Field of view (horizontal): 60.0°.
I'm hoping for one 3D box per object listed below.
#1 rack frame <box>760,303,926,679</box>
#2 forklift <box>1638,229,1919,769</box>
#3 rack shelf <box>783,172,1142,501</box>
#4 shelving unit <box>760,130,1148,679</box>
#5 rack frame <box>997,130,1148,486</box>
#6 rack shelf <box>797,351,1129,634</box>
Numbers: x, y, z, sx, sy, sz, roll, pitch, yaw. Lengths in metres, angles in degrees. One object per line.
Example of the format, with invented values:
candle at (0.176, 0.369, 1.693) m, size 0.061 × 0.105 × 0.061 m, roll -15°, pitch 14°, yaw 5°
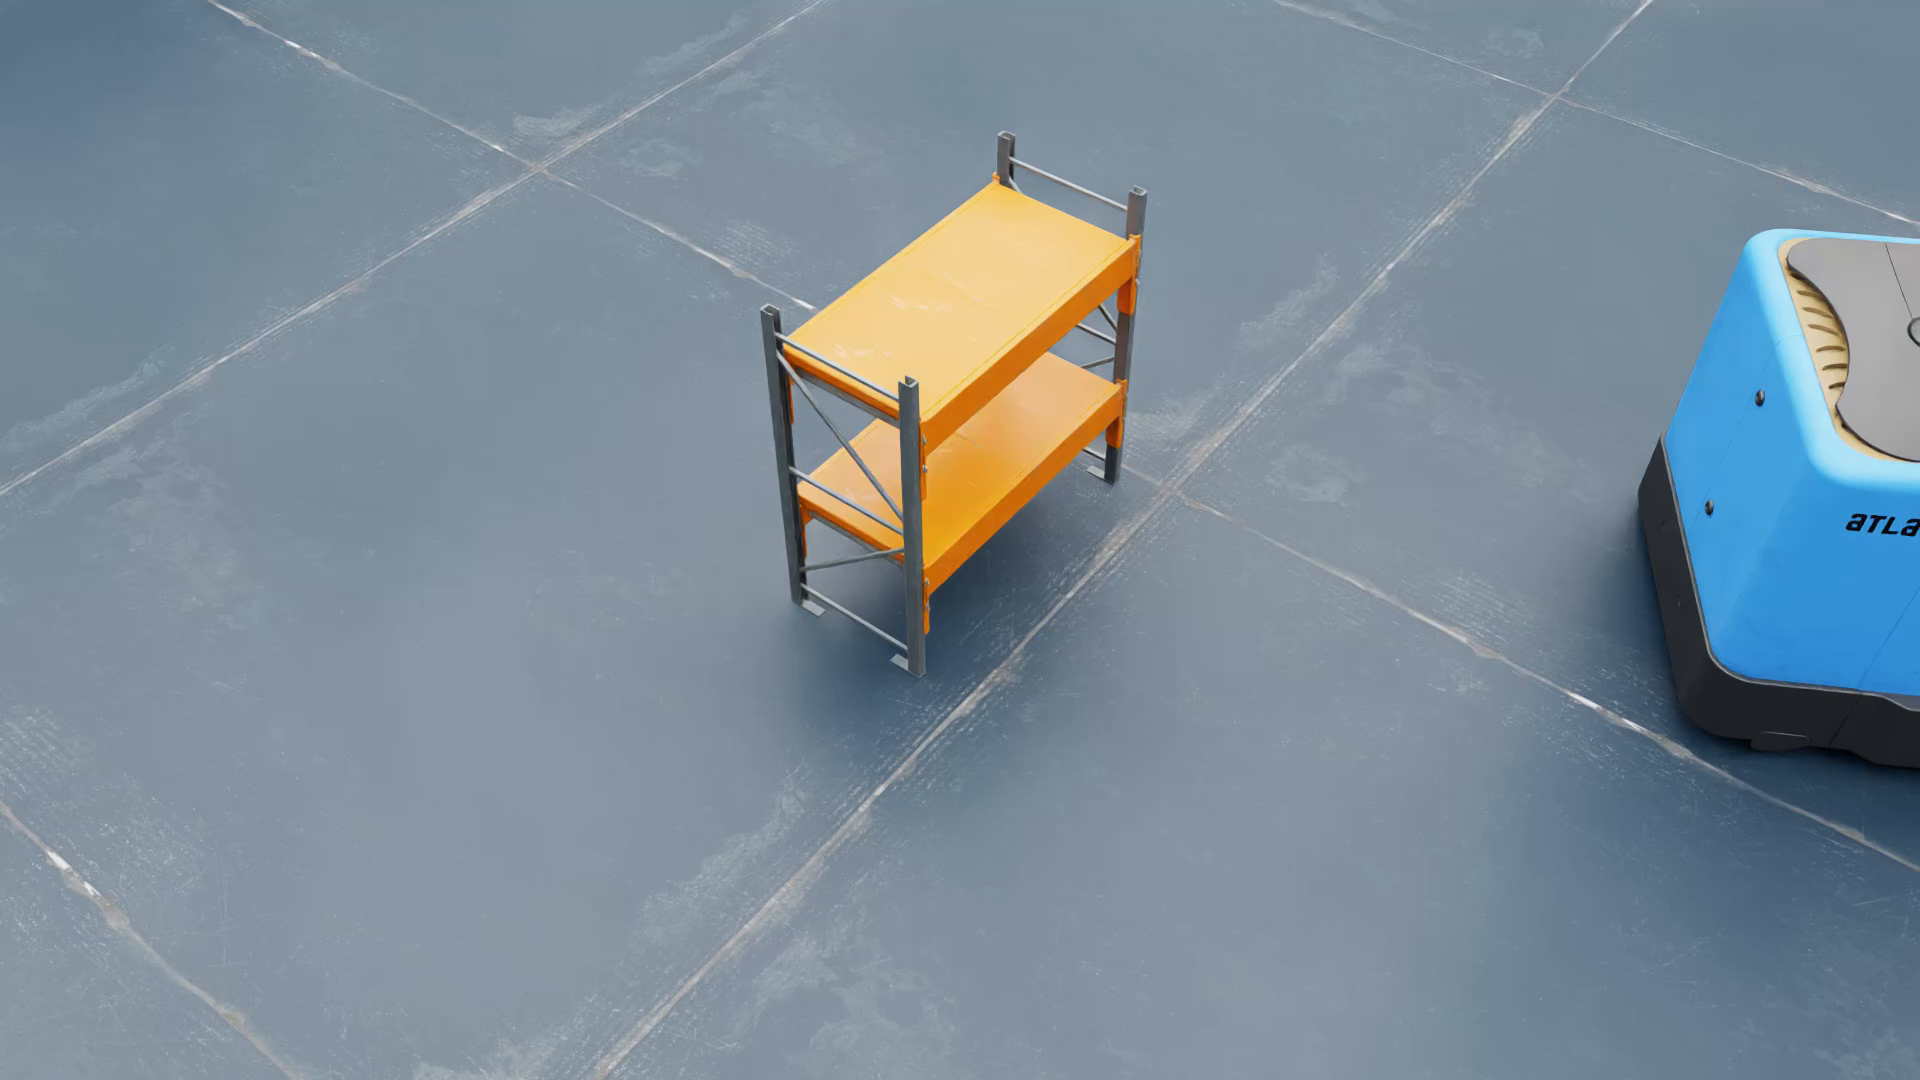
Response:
rack frame at (-0.307, -0.102, 4.569) m, size 0.500 × 1.125 × 0.032 m, roll 29°, pitch 53°, yaw 25°
forklift at (3.596, -0.649, 3.843) m, size 3.031 × 2.935 × 1.130 m, roll 6°, pitch 47°, yaw 5°
rack shelf at (0.004, -0.595, 4.635) m, size 0.538 × 0.278 × 1.000 m, roll 29°, pitch 53°, yaw 25°
shelving unit at (0.004, -0.392, 4.847) m, size 0.538 × 1.125 × 1.048 m, roll 29°, pitch 53°, yaw 25°
rack frame at (0.315, -0.683, 5.125) m, size 0.500 × 1.125 × 0.032 m, roll 29°, pitch 53°, yaw 25°
rack shelf at (0.004, -0.224, 5.024) m, size 0.538 × 0.278 × 1.000 m, roll 29°, pitch 53°, yaw 25°
